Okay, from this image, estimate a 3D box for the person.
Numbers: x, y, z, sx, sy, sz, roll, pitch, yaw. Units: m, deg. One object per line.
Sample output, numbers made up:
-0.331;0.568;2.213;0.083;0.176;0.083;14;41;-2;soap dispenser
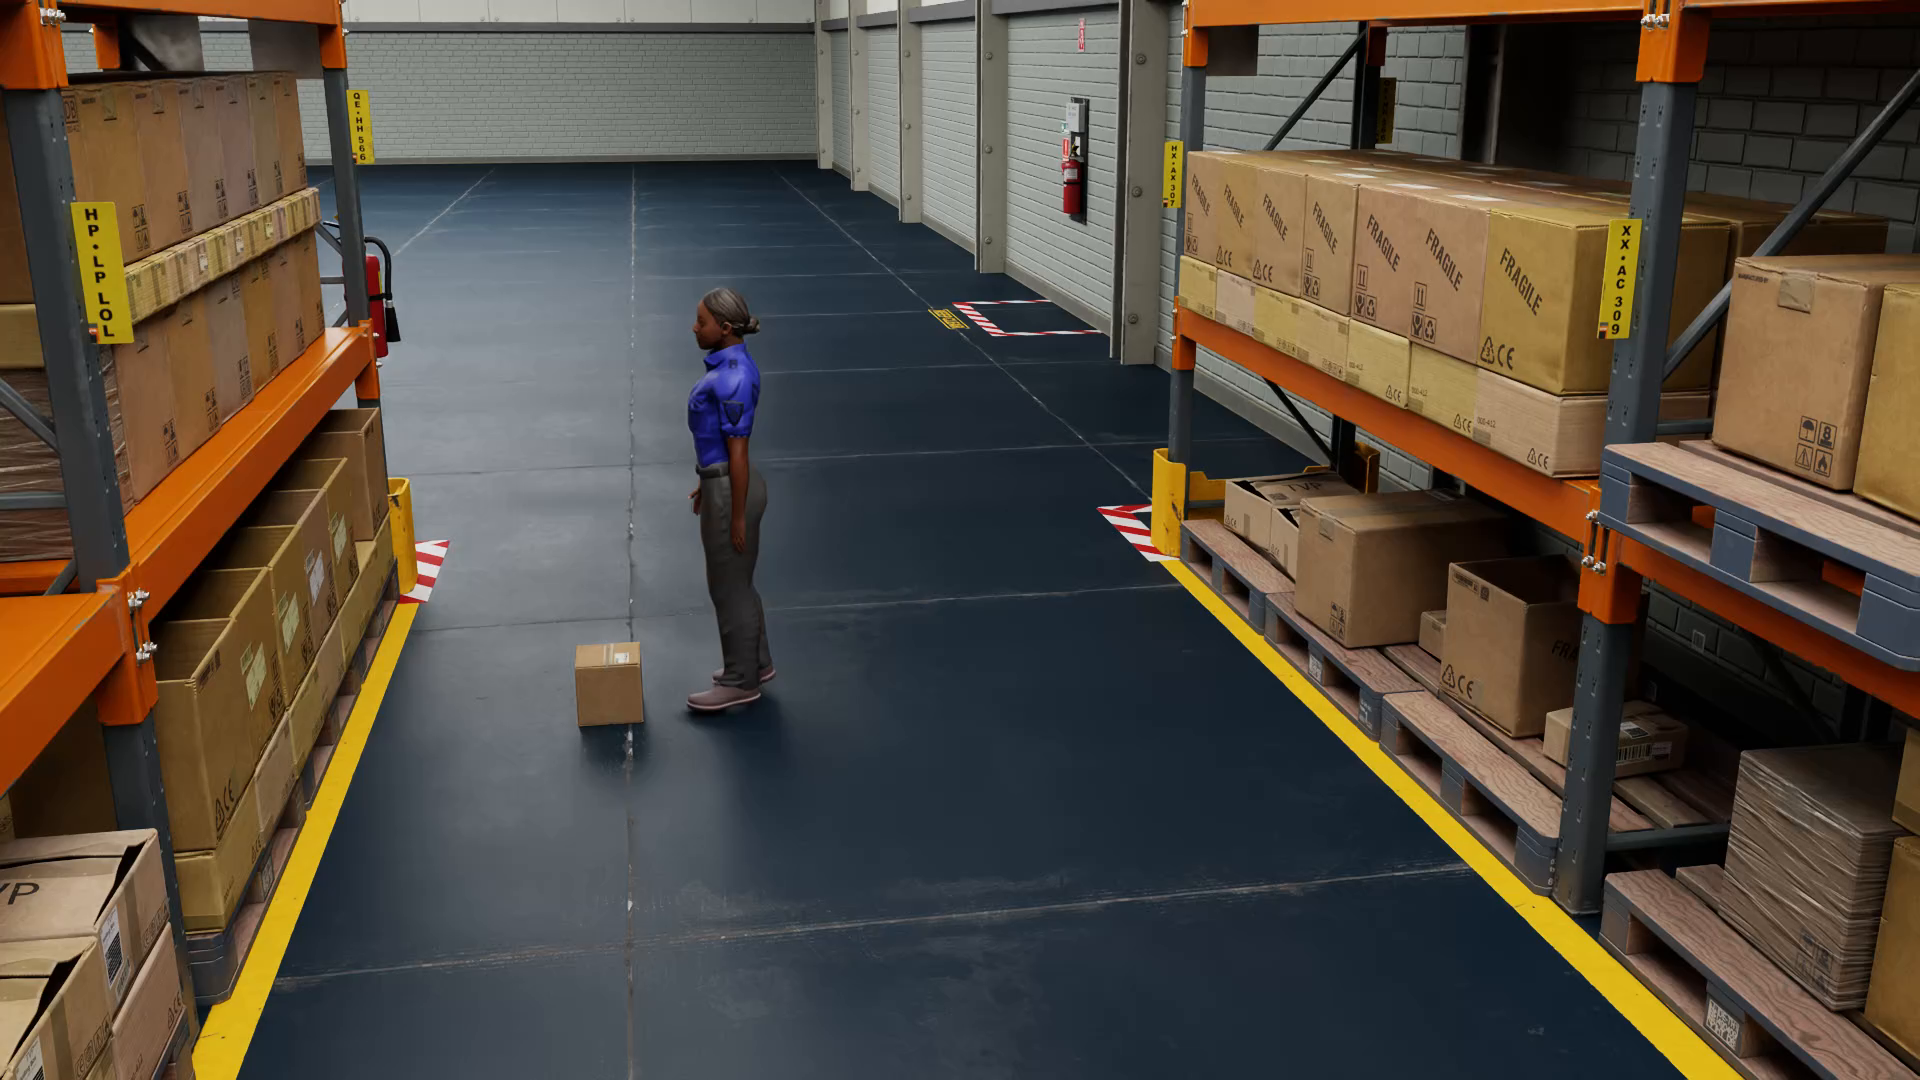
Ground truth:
-0.923;-0.153;6.497;0.356;1.683;0.506;-2;17;-6;person
